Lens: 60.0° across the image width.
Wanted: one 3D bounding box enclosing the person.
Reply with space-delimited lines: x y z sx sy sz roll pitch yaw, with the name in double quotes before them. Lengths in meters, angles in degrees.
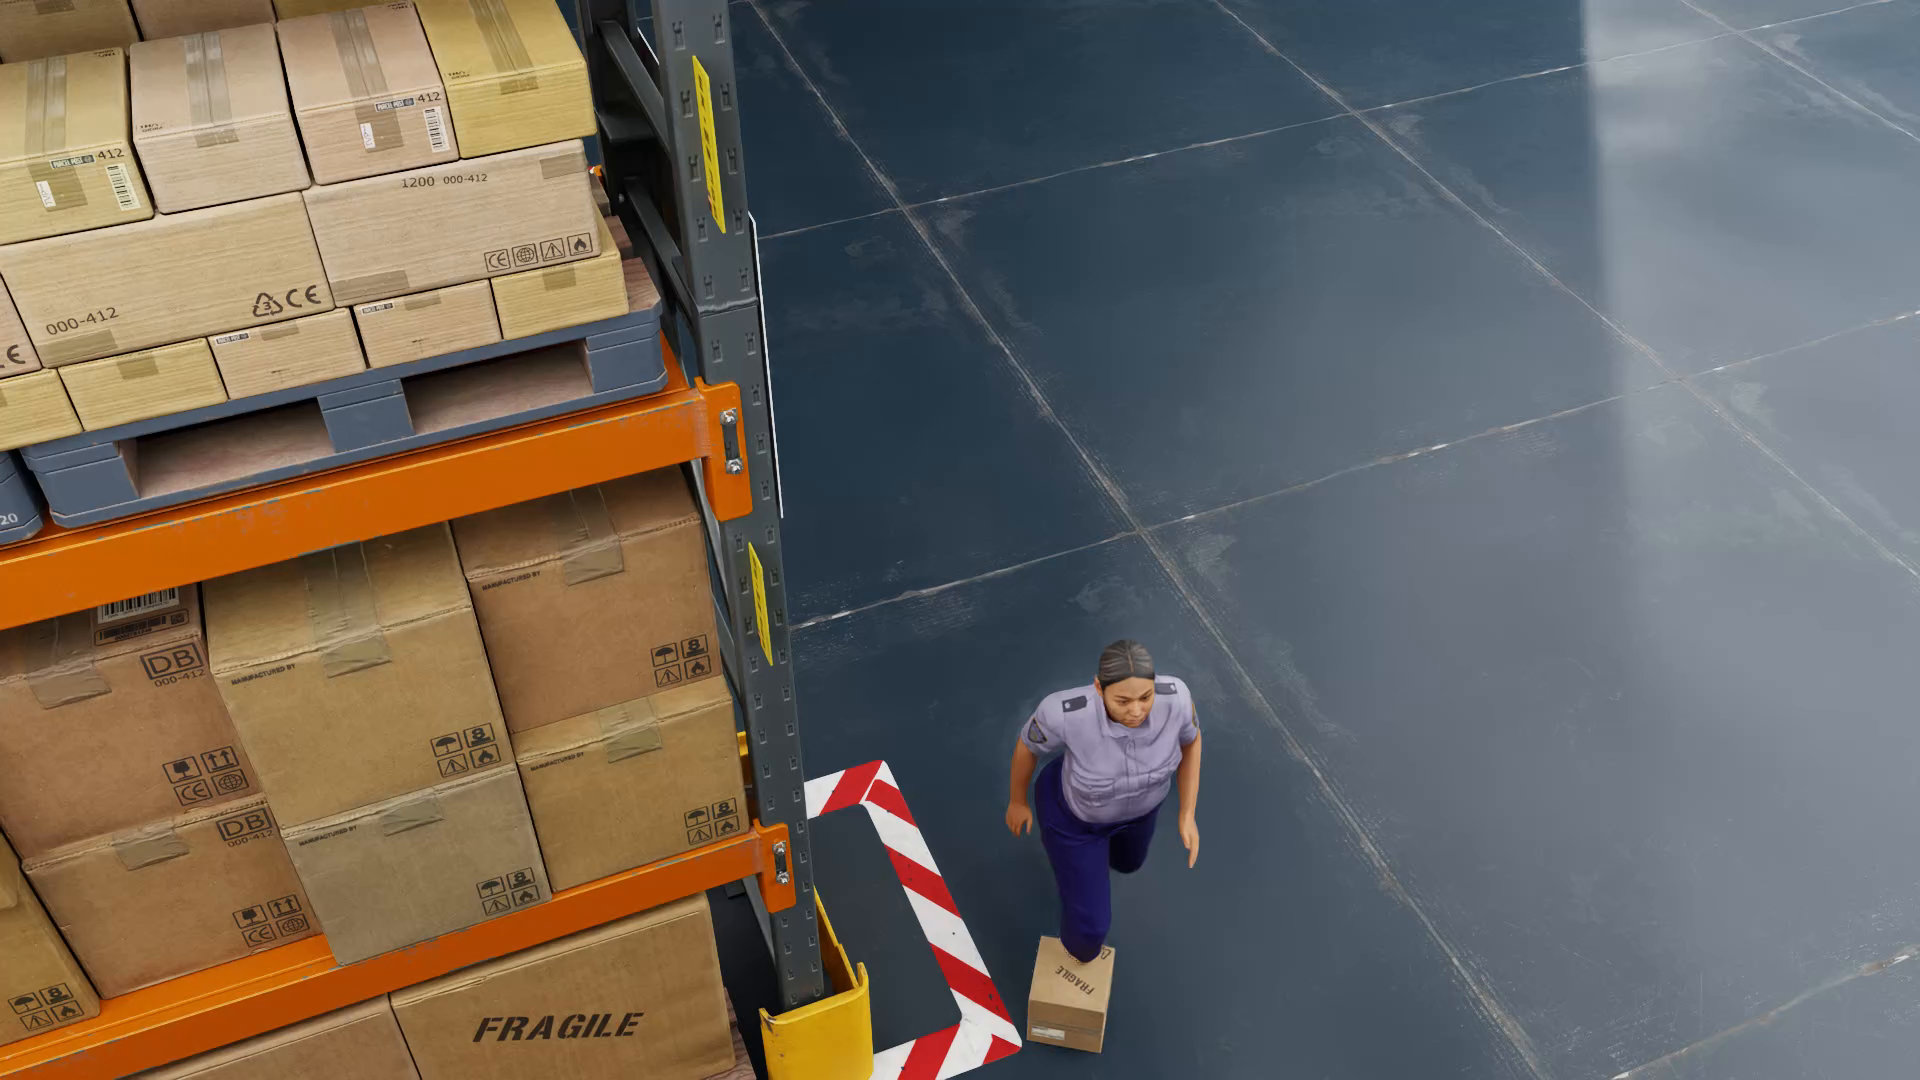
"person" 0.415 0.784 5.326 0.580 1.627 0.814 -14 44 -15
